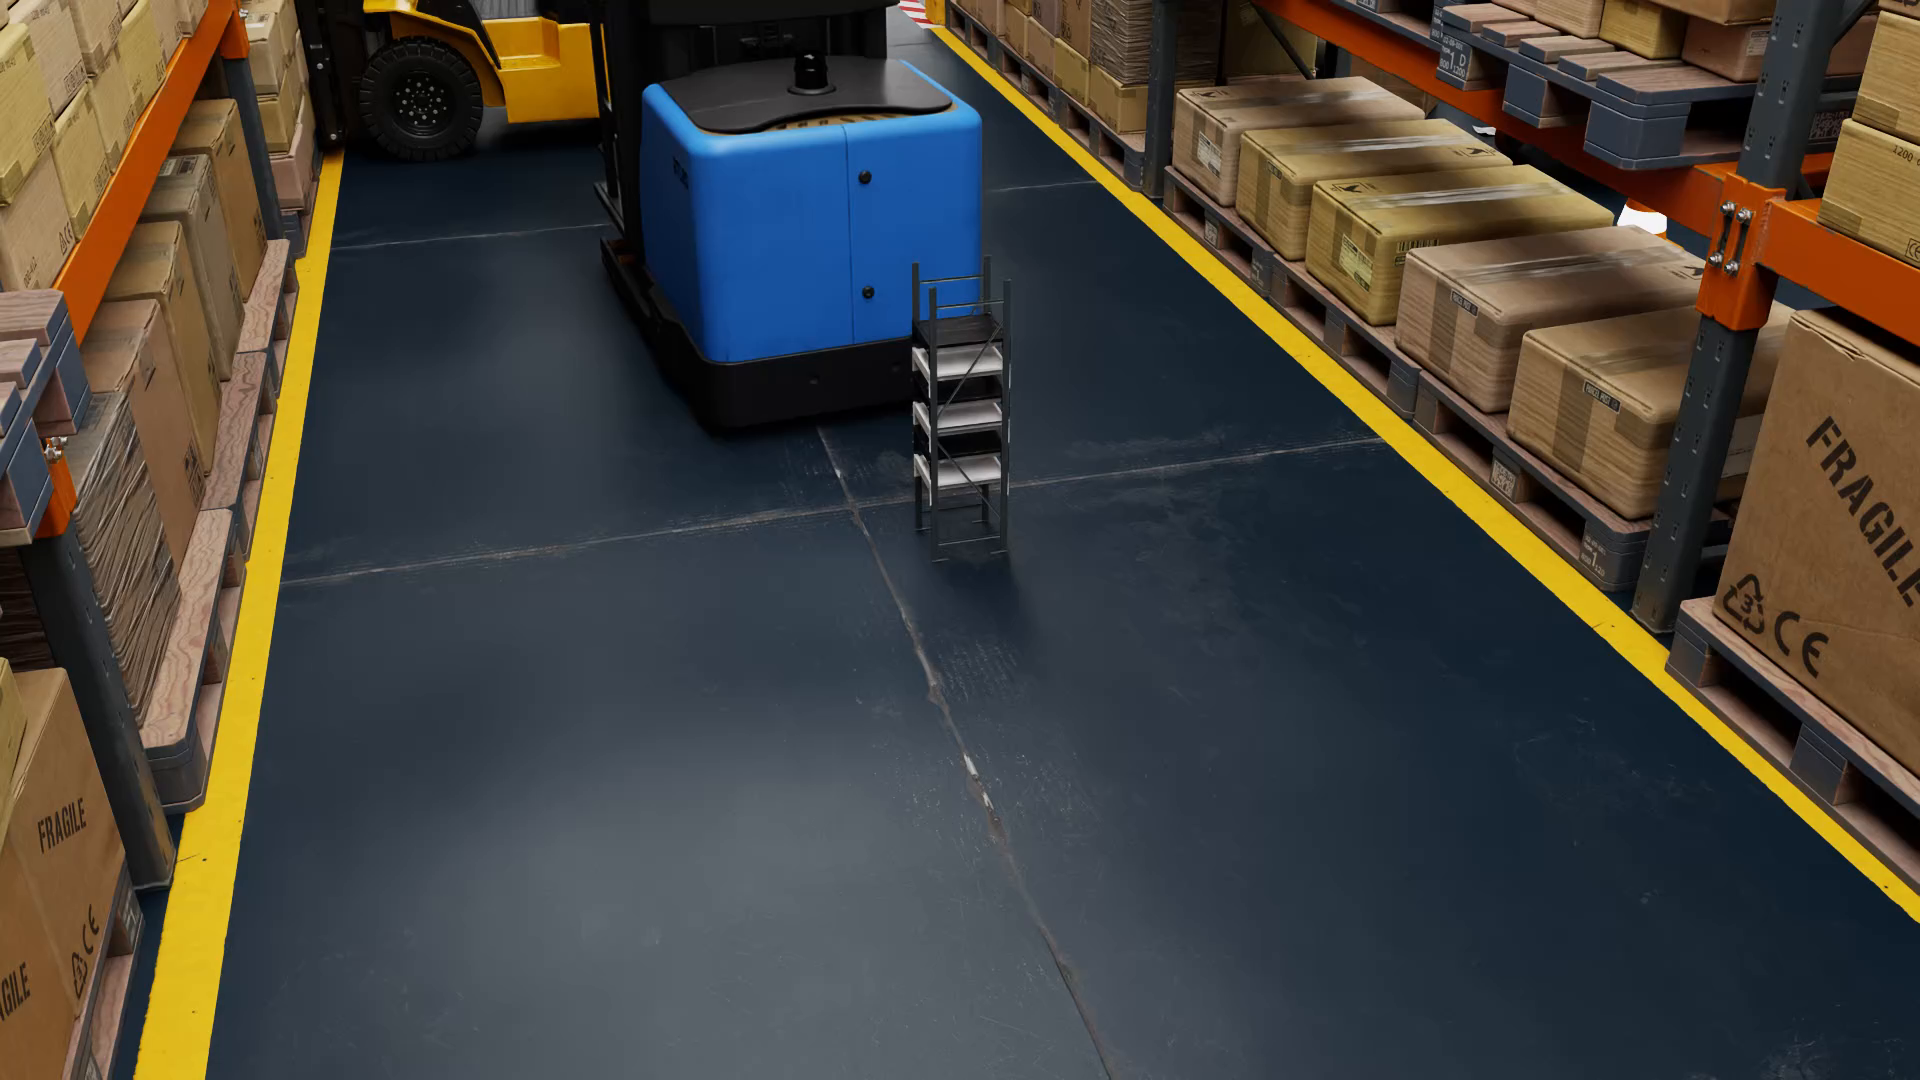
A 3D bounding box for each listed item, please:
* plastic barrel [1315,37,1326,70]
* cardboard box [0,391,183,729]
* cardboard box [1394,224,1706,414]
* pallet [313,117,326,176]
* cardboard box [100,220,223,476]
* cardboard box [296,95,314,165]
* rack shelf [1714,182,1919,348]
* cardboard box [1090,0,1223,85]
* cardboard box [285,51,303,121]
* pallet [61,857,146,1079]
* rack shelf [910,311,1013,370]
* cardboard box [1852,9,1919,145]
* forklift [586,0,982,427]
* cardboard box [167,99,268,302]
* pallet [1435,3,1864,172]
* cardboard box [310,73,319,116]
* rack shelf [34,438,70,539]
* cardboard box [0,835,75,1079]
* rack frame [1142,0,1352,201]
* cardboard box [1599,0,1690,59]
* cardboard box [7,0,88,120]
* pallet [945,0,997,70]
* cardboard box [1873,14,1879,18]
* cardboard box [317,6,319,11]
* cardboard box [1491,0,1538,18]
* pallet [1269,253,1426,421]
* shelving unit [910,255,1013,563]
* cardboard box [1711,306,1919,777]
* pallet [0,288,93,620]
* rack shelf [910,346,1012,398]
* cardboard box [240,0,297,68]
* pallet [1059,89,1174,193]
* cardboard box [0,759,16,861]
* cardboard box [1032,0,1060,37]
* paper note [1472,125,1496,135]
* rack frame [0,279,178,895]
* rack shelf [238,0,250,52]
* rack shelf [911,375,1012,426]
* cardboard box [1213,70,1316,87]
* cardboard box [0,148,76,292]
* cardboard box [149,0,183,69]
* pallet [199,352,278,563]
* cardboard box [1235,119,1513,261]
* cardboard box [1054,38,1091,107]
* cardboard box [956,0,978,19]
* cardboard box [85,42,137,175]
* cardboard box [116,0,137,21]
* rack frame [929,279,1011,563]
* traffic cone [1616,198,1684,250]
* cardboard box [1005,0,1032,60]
[{"bbox_3d":[2.342,-3.068,10.127,0.512,0.421,0.421,13,32,21],"label":"plastic barrel"},{"bbox_3d":[-2.480,0.090,4.052,0.875,0.625,0.625,-7,31,-12],"label":"cardboard box"},{"bbox_3d":[2.113,-0.789,5.823,0.950,0.372,0.625,-8,31,-14],"label":"cardboard box"},{"bbox_3d":[-3.887,-2.158,8.768,1.003,0.211,1.213,-8,31,-13],"label":"pallet"},{"bbox_3d":[-2.840,-0.550,5.157,0.875,0.625,0.625,-9,31,-15],"label":"cardboard box"},{"bbox_3d":[-3.348,-1.898,7.860,0.500,0.250,0.500,-9,31,-14],"label":"cardboard box"},{"bbox_3d":[2.988,0.162,2.693,1.077,0.370,4.000,-8,31,-13],"label":"rack shelf"},{"bbox_3d":[0.980,-2.613,8.348,0.500,0.500,0.500,-8,31,-14],"label":"cardboard box"},{"bbox_3d":[-3.356,-2.111,7.729,0.500,0.250,0.500,-8,31,-14],"label":"cardboard box"},{"bbox_3d":[-2.166,1.119,3.106,1.003,0.211,1.213,-8,31,-13],"label":"pallet"},{"bbox_3d":[0.002,-0.590,4.899,0.258,0.077,0.200,-8,31,-13],"label":"rack shelf"},{"bbox_3d":[2.353,-0.989,3.615,0.500,0.250,0.500,-8,31,-14],"label":"cardboard box"},{"bbox_3d":[-0.913,-2.383,6.442,1.130,2.935,3.031,-11,32,-18],"label":"forklift"},{"bbox_3d":[-3.240,-1.289,6.433,0.875,0.625,0.625,-6,31,-11],"label":"cardboard box"},{"bbox_3d":[2.165,-1.362,4.800,1.213,0.211,1.003,-8,31,-13],"label":"pallet"},{"bbox_3d":[-3.615,-2.392,8.713,0.500,0.250,0.500,-7,31,-12],"label":"cardboard box"},{"bbox_3d":[-1.797,0.824,1.550,1.077,0.370,4.000,-8,31,-13],"label":"rack shelf"},{"bbox_3d":[-1.885,0.866,2.836,0.500,0.500,0.500,-8,31,-14],"label":"cardboard box"},{"bbox_3d":[1.395,-3.047,7.520,1.000,3.000,0.127,-8,31,-13],"label":"rack frame"},{"bbox_3d":[2.002,-1.435,4.566,0.380,0.149,0.250,-7,31,-13],"label":"cardboard box"},{"bbox_3d":[-2.342,-1.093,3.795,0.500,0.250,0.500,-7,31,-12],"label":"cardboard box"},{"bbox_3d":[0.535,-3.338,10.807,1.003,0.211,1.213,-8,31,-13],"label":"pallet"},{"bbox_3d":[2.550,-1.370,4.454,0.380,0.149,0.250,-10,31,-16],"label":"cardboard box"},{"bbox_3d":[-3.740,-2.841,8.991,0.500,0.250,0.500,-9,31,-14],"label":"cardboard box"},{"bbox_3d":[1.833,-1.673,4.978,0.380,0.149,0.250,-9,31,-16],"label":"cardboard box"},{"bbox_3d":[1.931,-0.874,6.549,1.003,0.211,1.213,-8,31,-13],"label":"pallet"},{"bbox_3d":[0.002,-0.386,5.018,0.258,0.900,0.210,-8,31,-13],"label":"shelving unit"},{"bbox_3d":[2.560,-0.033,4.014,0.875,0.875,0.875,-8,31,-14],"label":"cardboard box"},{"bbox_3d":[-2.080,-0.052,2.537,1.213,0.211,1.003,-8,31,-13],"label":"pallet"},{"bbox_3d":[0.002,-0.512,4.944,0.258,0.077,0.200,-8,31,-13],"label":"rack shelf"},{"bbox_3d":[-3.341,-2.333,7.614,0.500,0.250,0.500,-8,31,-13],"label":"cardboard box"},{"bbox_3d":[1.183,-2.160,8.771,1.003,0.211,1.213,-8,31,-13],"label":"pallet"},{"bbox_3d":[-1.850,0.499,2.823,0.380,0.149,0.250,-9,31,-16],"label":"cardboard box"},{"bbox_3d":[0.706,-3.105,9.197,0.500,0.500,0.500,-6,31,-11],"label":"cardboard box"},{"bbox_3d":[2.900,-2.245,9.098,0.148,0.019,0.142,-8,31,-13],"label":"paper note"},{"bbox_3d":[-2.328,-0.453,3.039,1.000,3.000,0.127,-8,31,-13],"label":"rack frame"},{"bbox_3d":[-3.920,-3.040,8.225,1.077,0.370,4.000,-8,31,-13],"label":"rack shelf"},{"bbox_3d":[0.002,-0.435,4.989,0.258,0.077,0.200,-8,31,-13],"label":"rack shelf"},{"bbox_3d":[1.499,-2.359,8.658,0.500,0.250,0.500,-9,31,-16],"label":"cardboard box"},{"bbox_3d":[-2.210,-0.635,3.503,0.500,0.250,0.500,-8,31,-13],"label":"cardboard box"},{"bbox_3d":[-2.762,-1.626,5.214,0.500,0.250,0.500,-8,31,-13],"label":"cardboard box"},{"bbox_3d":[-2.829,-0.237,5.449,1.003,0.211,1.213,-8,31,-13],"label":"pallet"},{"bbox_3d":[1.731,-1.492,7.037,0.950,0.372,0.625,-6,31,-10],"label":"cardboard box"},{"bbox_3d":[0.828,-2.544,8.977,0.500,0.250,0.500,-9,31,-15],"label":"cardboard box"},{"bbox_3d":[0.281,-3.544,10.704,0.500,0.250,0.500,-8,31,-14],"label":"cardboard box"},{"bbox_3d":[-2.482,-1.127,4.352,0.500,0.250,0.500,-9,31,-15],"label":"cardboard box"},{"bbox_3d":[-2.623,-1.592,4.657,0.500,0.250,0.500,-7,31,-13],"label":"cardboard box"},{"bbox_3d":[0.029,-0.336,4.933,0.240,0.900,0.006,-8,31,-13],"label":"rack frame"},{"bbox_3d":[3.074,-1.536,7.442,0.336,0.463,0.334,-8,31,-13],"label":"traffic cone"},{"bbox_3d":[0.566,-3.035,9.824,0.500,0.250,0.500,-6,31,-10],"label":"cardboard box"}]
